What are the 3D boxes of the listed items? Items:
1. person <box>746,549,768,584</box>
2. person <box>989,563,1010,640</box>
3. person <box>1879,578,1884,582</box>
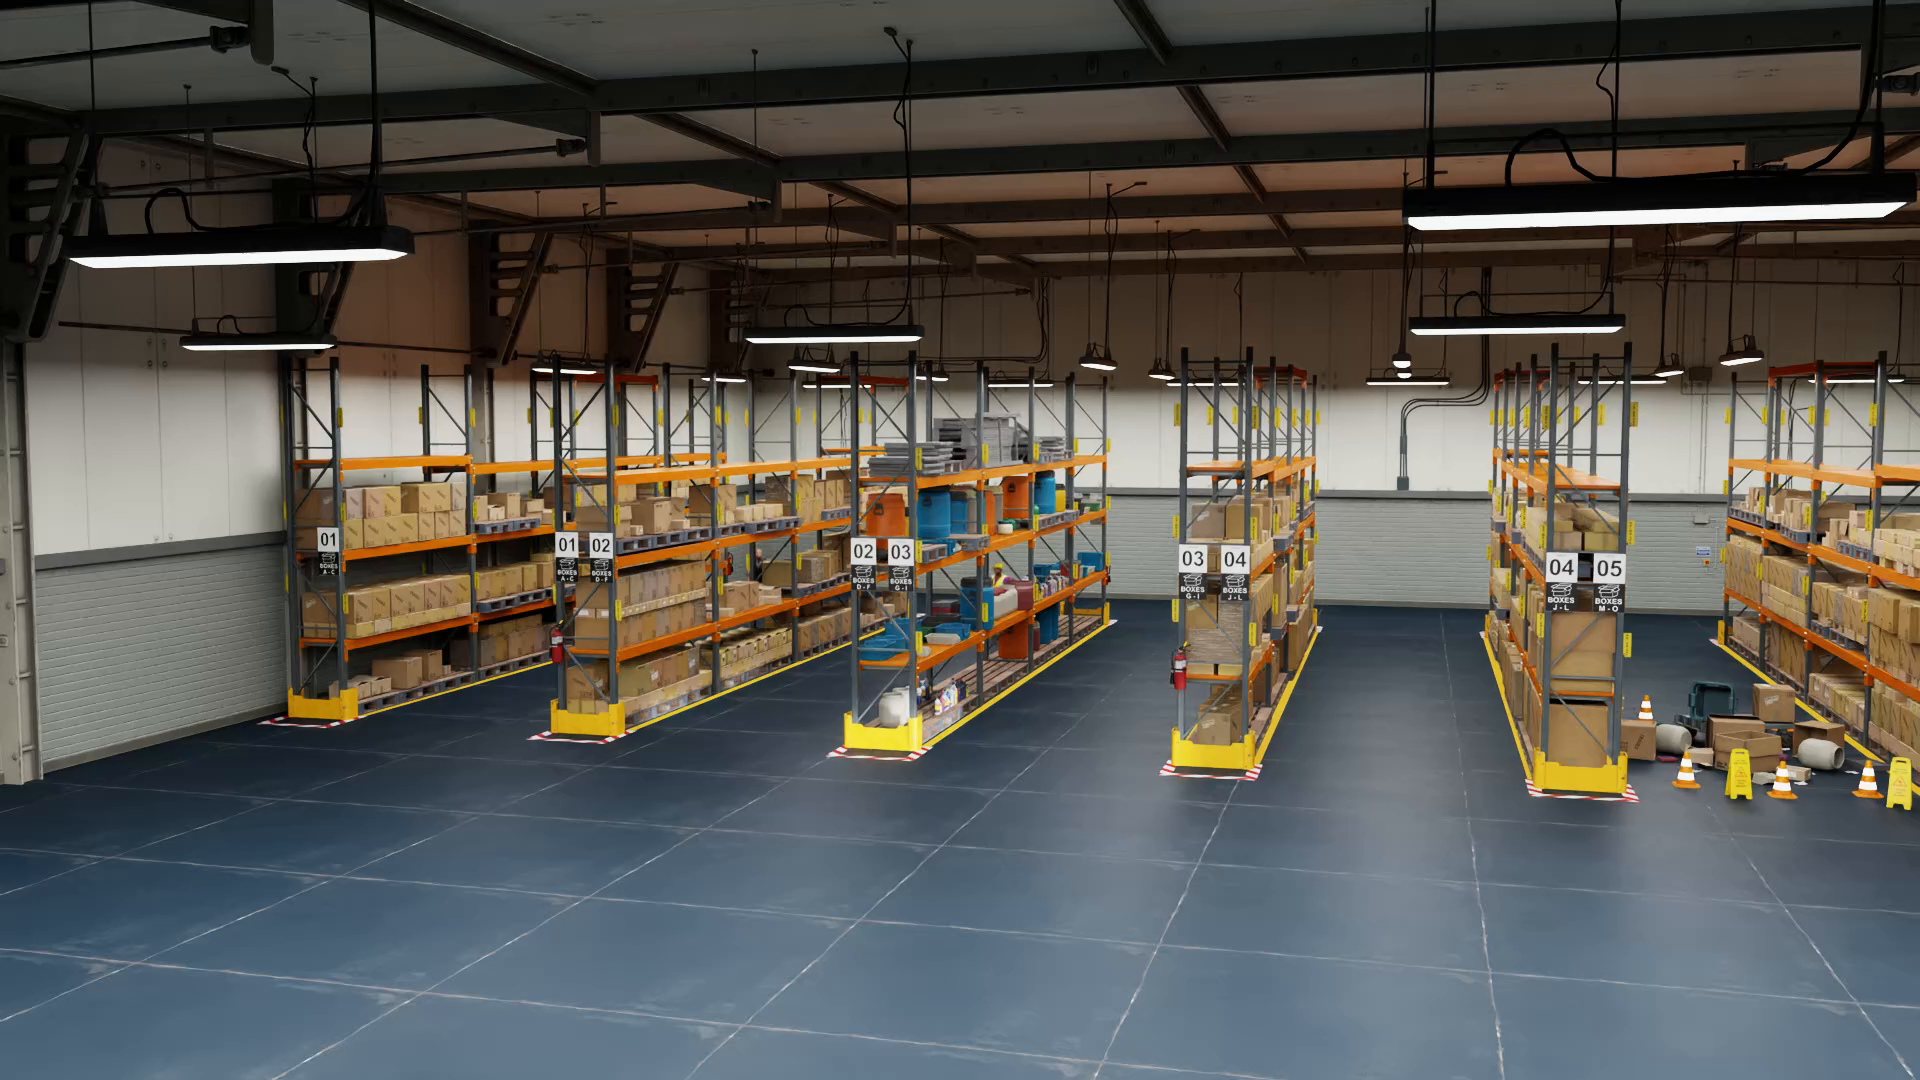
[{"bbox_3d":[-5.098,1.059,42.373,0.682,1.673,0.589,1,4,8],"label":"person"},{"bbox_3d":[0.801,1.362,37.463,0.569,1.702,1.021,4,6,43],"label":"person"},{"bbox_3d":[18.470,1.653,33.452,0.601,1.791,0.467,-1,4,-13],"label":"person"}]
